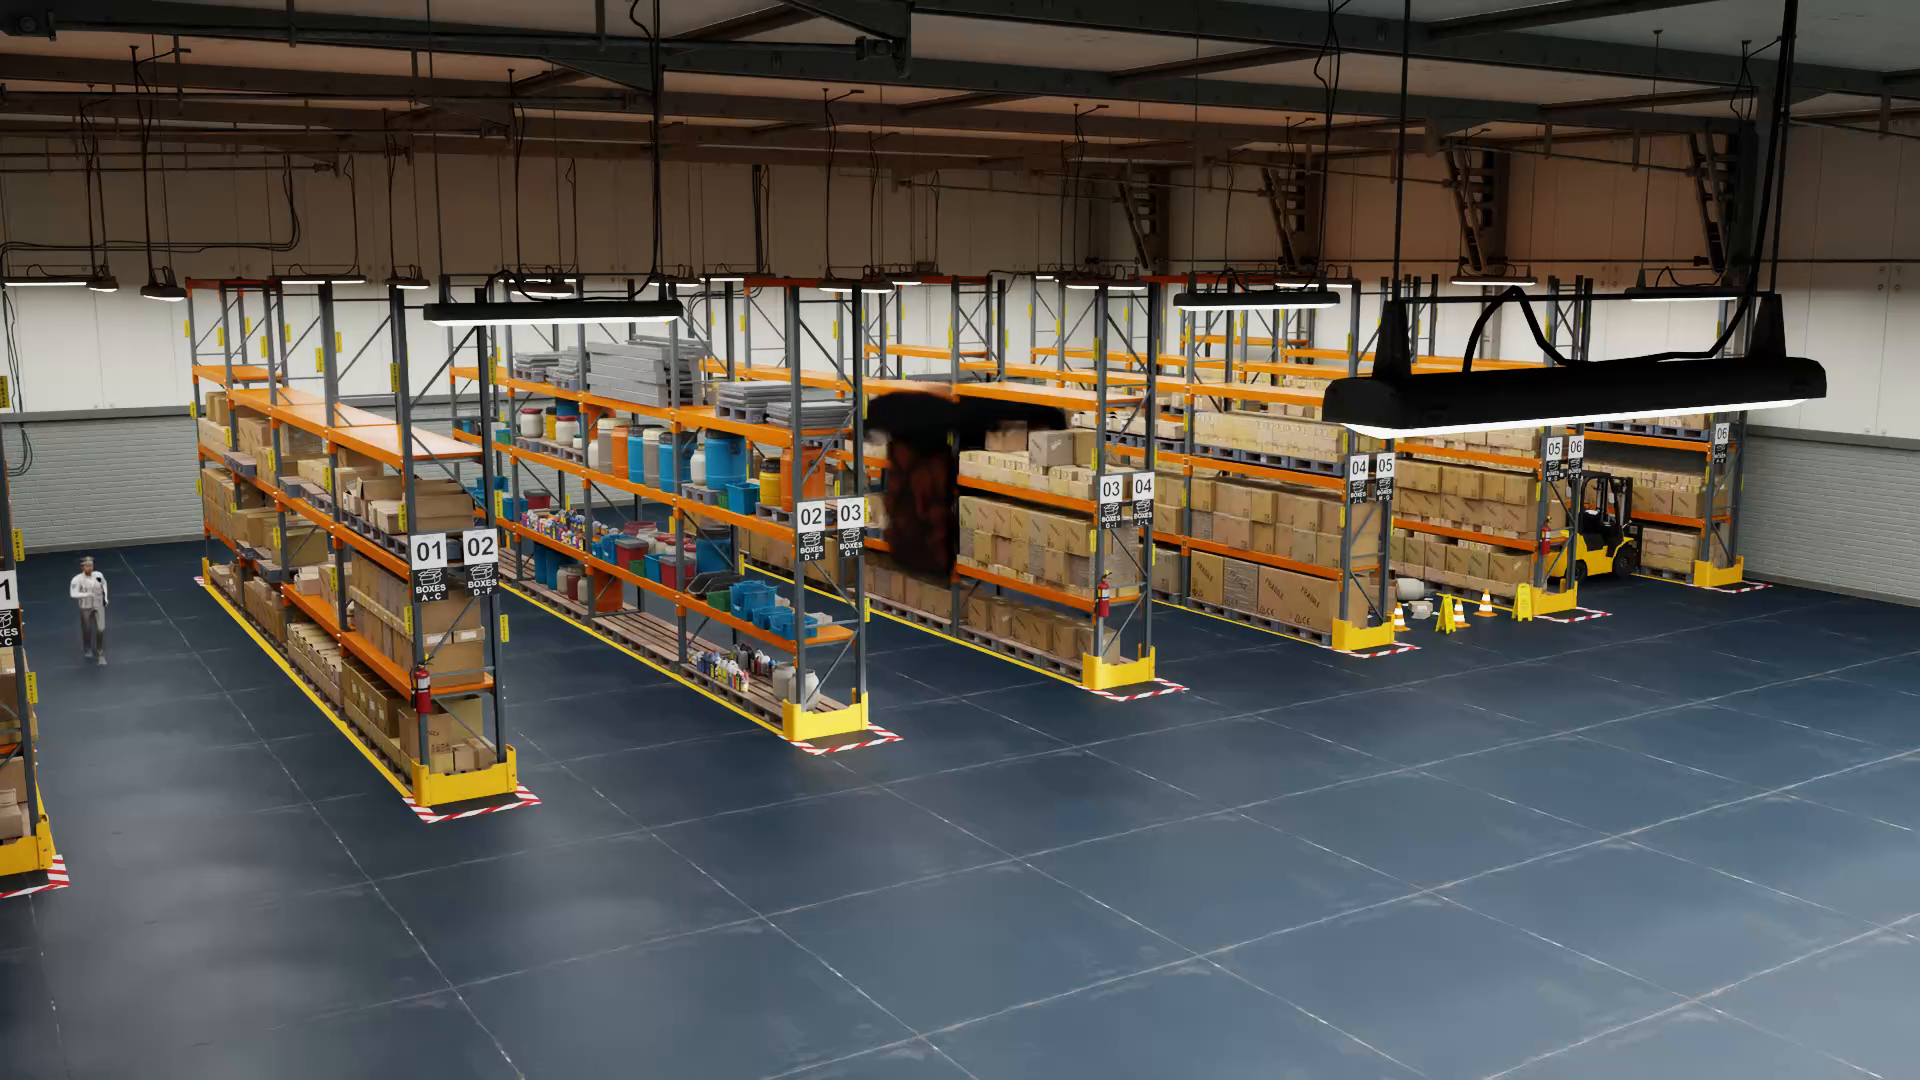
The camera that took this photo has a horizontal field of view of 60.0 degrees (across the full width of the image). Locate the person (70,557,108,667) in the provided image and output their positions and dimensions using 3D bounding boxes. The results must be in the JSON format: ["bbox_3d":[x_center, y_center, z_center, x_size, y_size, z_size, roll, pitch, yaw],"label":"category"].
[{"bbox_3d":[-13.772,1.102,26.341,0.560,1.739,0.847,-7,12,-34],"label":"person"}]

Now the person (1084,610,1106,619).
[{"bbox_3d":[2.500,0.576,28.450,0.648,1.625,0.649,-6,12,-34],"label":"person"}]
